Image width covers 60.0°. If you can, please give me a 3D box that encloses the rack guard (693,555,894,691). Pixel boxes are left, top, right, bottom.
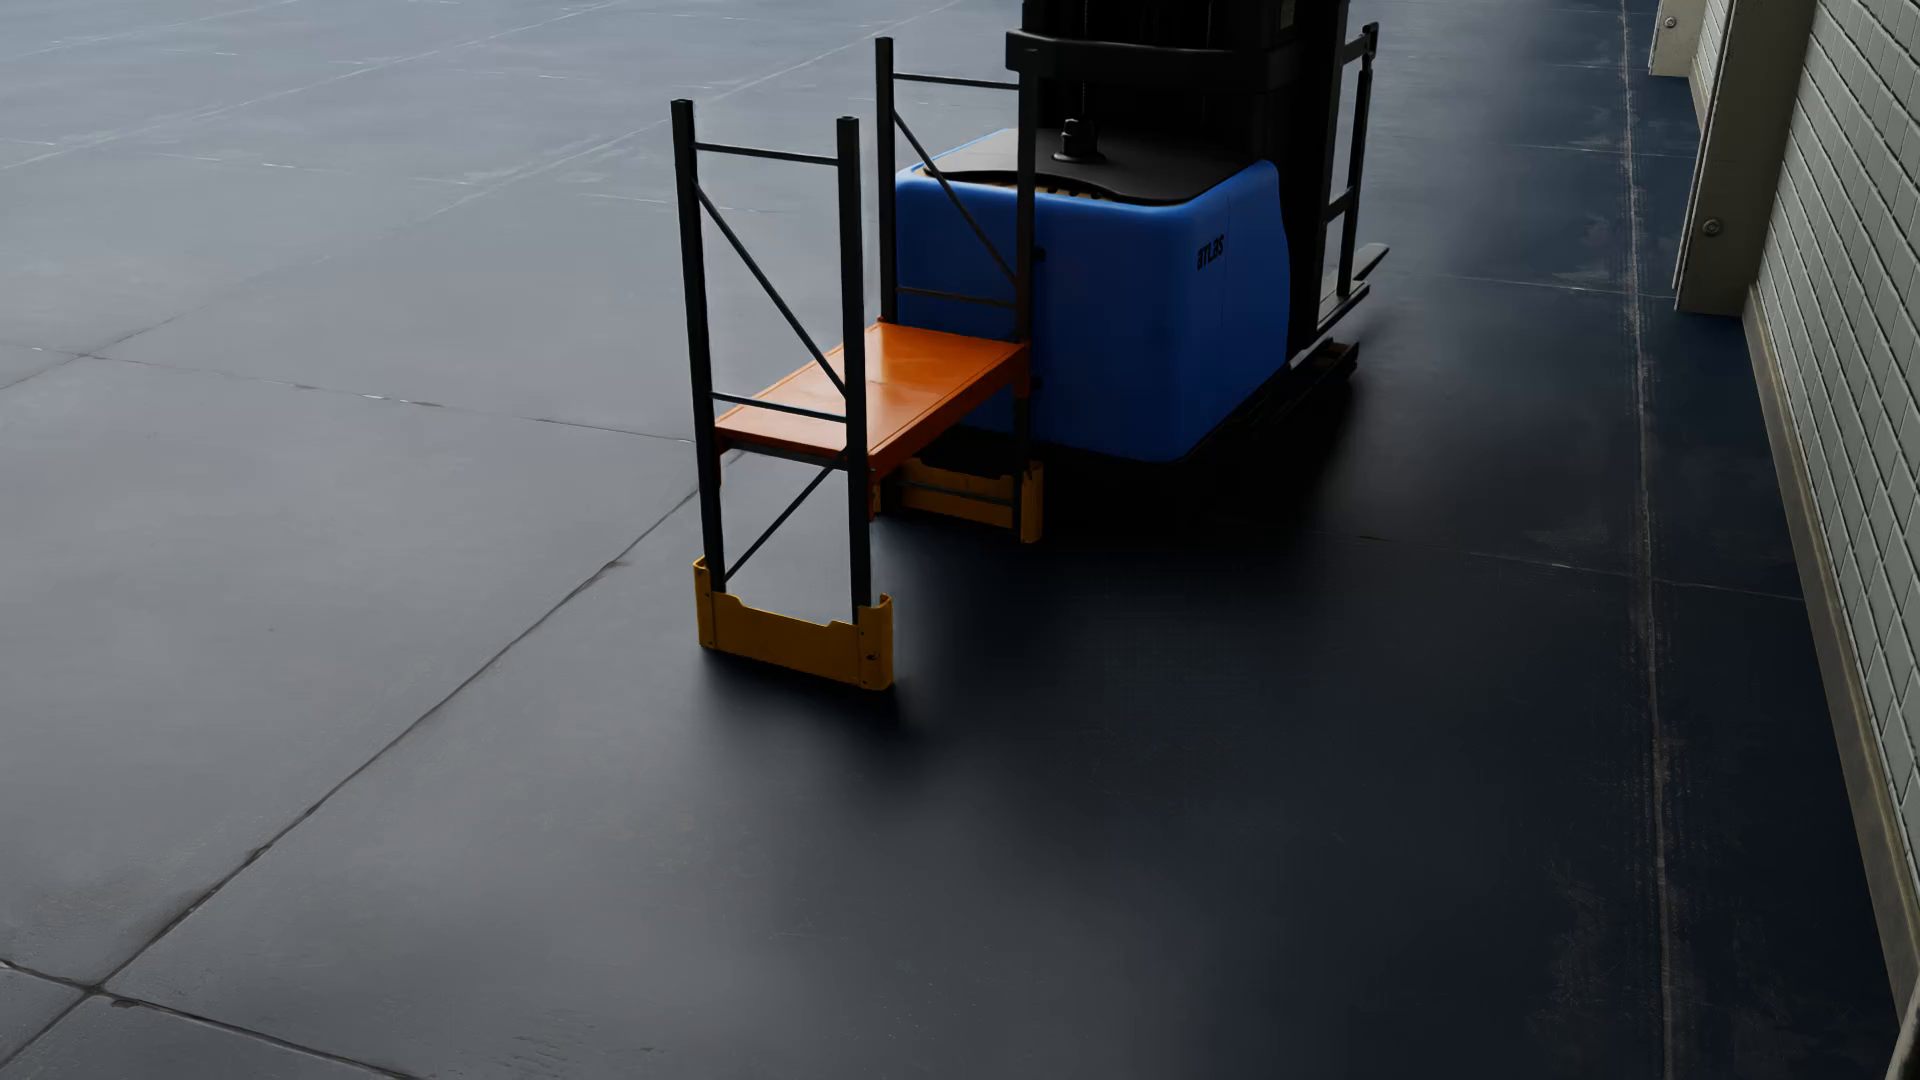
[{"bbox_3d":[-0.454,0.221,4.507,0.587,0.250,0.087,12,28,23],"label":"rack guard"}]

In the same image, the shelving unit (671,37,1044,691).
[{"bbox_3d":[-0.234,-0.537,4.637,0.587,1.500,1.083,12,28,23],"label":"shelving unit"}]

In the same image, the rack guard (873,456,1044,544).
[{"bbox_3d":[-0.015,-0.169,5.312,0.587,0.250,0.087,12,28,23],"label":"rack guard"}]

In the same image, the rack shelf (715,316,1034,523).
[{"bbox_3d":[-0.238,-0.371,4.708,0.538,0.185,1.000,12,28,23],"label":"rack shelf"}]

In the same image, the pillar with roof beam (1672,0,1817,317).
[{"bbox_3d":[-0.690,-5.747,6.794,9.100,9.000,0.400,9,27,17],"label":"pillar with roof beam"}]

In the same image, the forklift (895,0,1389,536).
[{"bbox_3d":[0.906,-1.937,5.887,1.130,2.935,3.031,13,29,26],"label":"forklift"}]

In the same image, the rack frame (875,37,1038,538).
[{"bbox_3d":[-0.014,-0.732,5.041,0.500,1.500,0.032,12,28,23],"label":"rack frame"}]

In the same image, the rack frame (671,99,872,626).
[{"bbox_3d":[-0.462,-0.334,4.219,0.500,1.500,0.032,12,28,23],"label":"rack frame"}]

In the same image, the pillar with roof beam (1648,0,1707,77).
[{"bbox_3d":[1.307,-8.213,11.887,9.100,9.000,0.400,9,27,17],"label":"pillar with roof beam"}]
